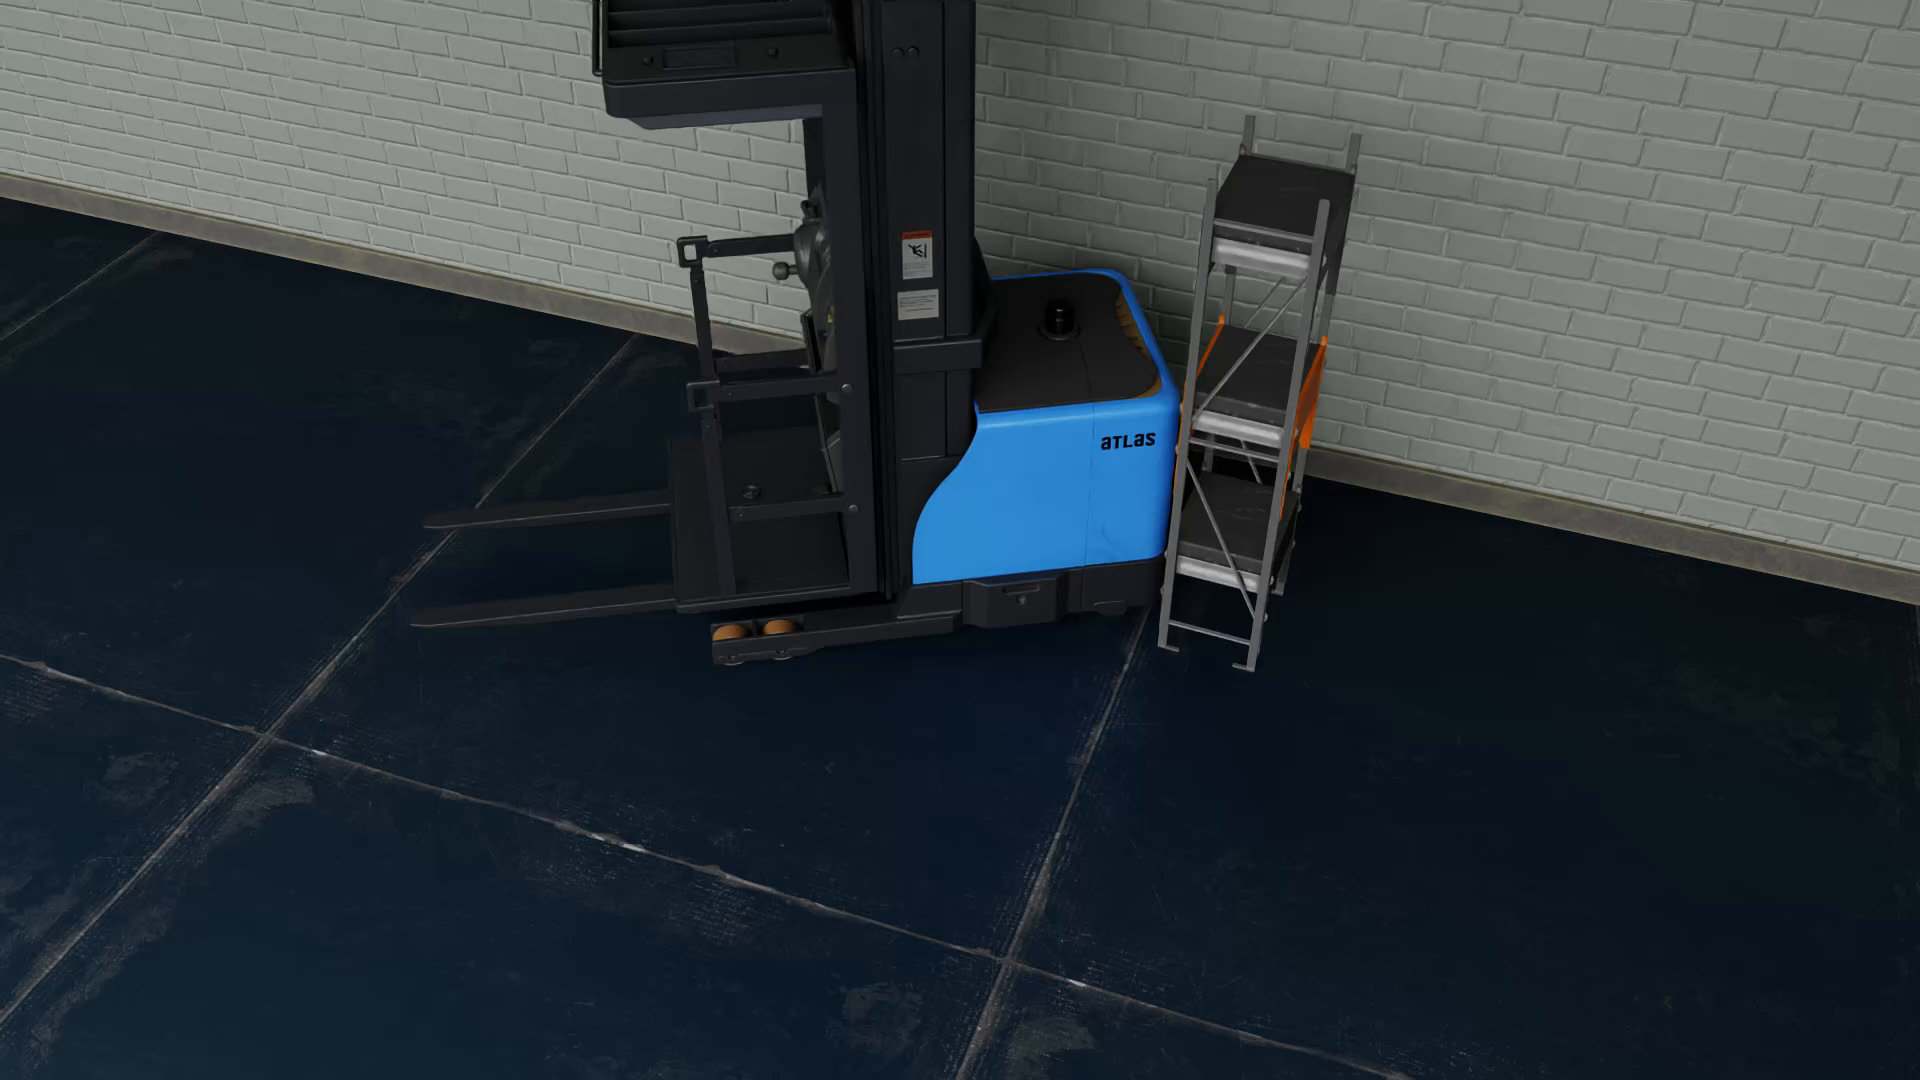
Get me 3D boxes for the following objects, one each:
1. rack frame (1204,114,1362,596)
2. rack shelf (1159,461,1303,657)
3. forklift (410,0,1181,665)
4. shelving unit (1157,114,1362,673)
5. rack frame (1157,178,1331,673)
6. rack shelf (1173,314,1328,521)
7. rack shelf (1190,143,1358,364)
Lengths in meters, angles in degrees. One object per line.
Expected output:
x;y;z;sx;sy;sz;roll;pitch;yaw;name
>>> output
1.170;-0.617;6.355;0.400;2.100;0.015;15;43;16;rack frame
1.080;0.073;6.646;0.431;0.518;0.480;15;43;16;rack shelf
-0.713;-0.983;6.143;3.031;2.935;1.130;-6;41;-7;forklift
1.080;-0.470;6.183;0.431;2.100;0.503;15;43;16;shelving unit
0.989;-0.322;6.010;0.400;2.100;0.015;15;43;16;rack frame
1.080;-0.459;6.192;0.431;0.518;0.480;15;43;16;rack shelf
1.080;-0.992;5.737;0.431;0.518;0.480;15;43;16;rack shelf
